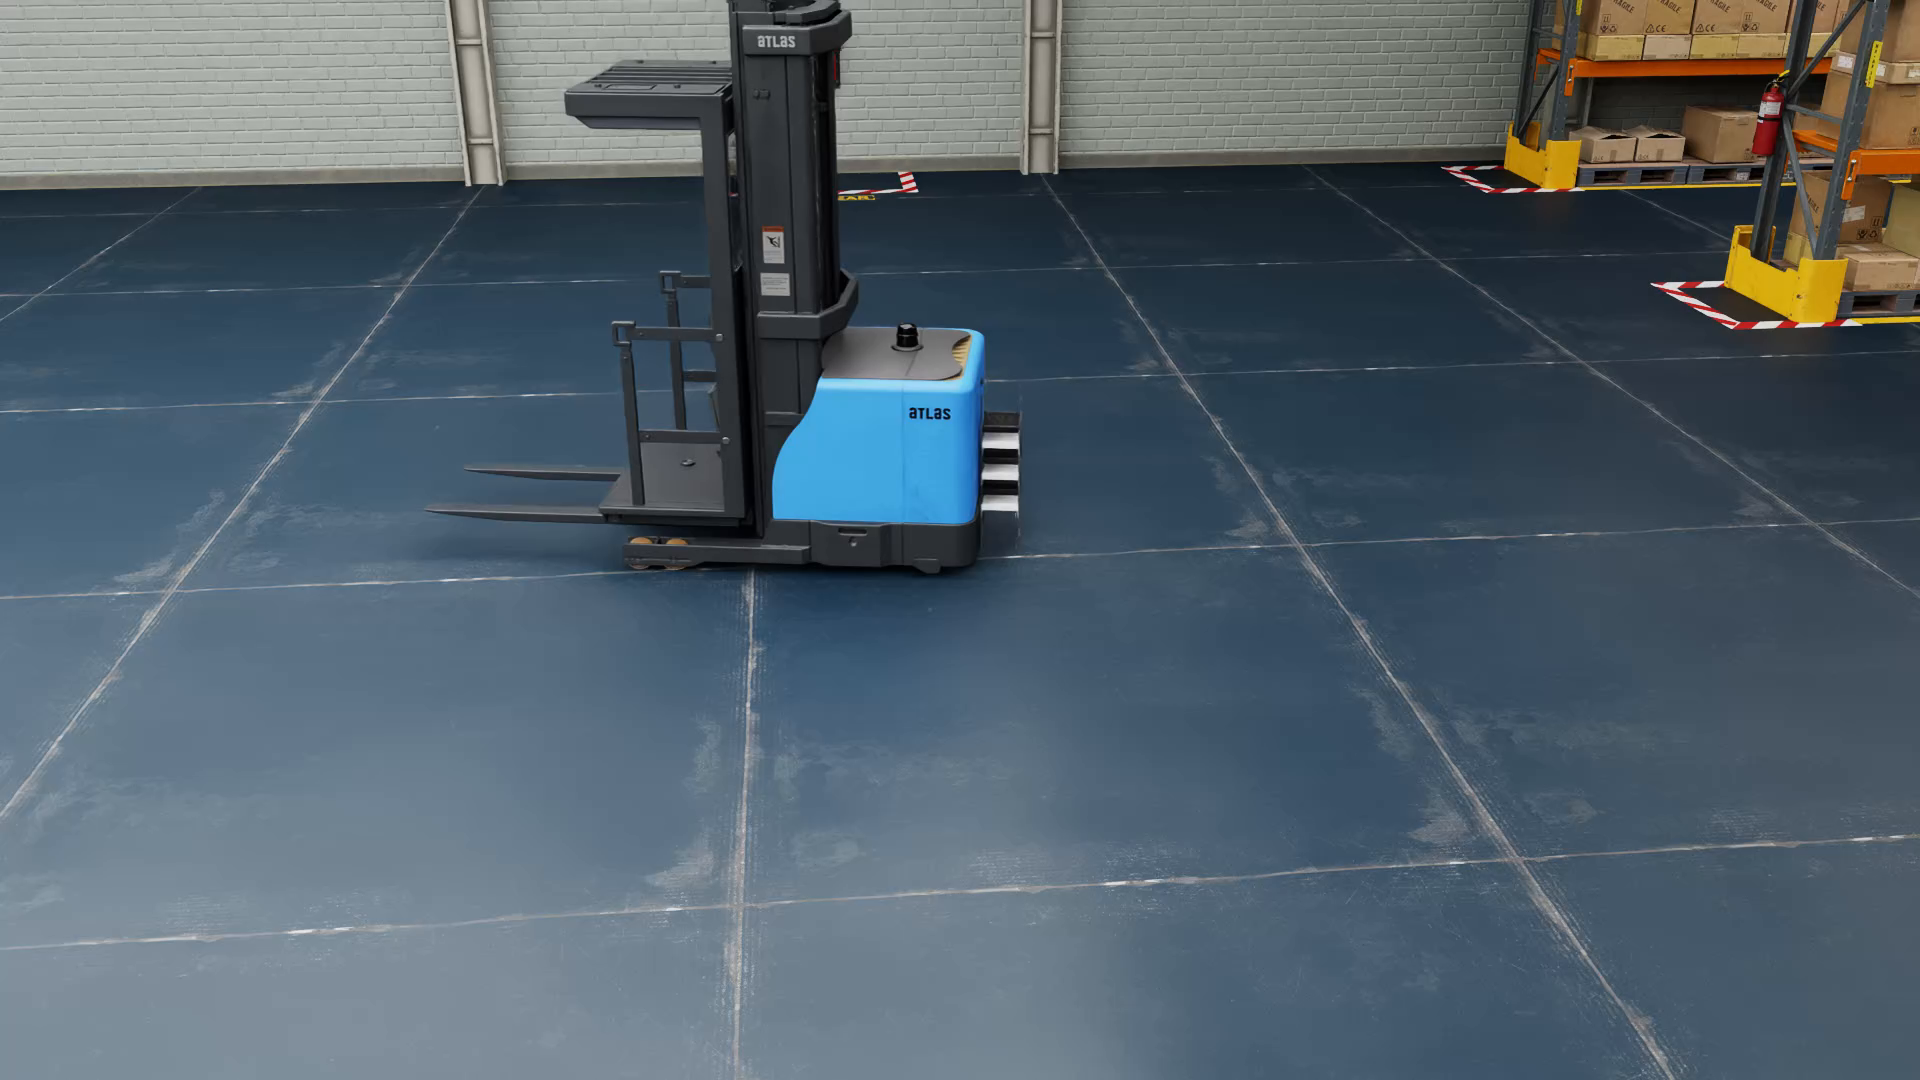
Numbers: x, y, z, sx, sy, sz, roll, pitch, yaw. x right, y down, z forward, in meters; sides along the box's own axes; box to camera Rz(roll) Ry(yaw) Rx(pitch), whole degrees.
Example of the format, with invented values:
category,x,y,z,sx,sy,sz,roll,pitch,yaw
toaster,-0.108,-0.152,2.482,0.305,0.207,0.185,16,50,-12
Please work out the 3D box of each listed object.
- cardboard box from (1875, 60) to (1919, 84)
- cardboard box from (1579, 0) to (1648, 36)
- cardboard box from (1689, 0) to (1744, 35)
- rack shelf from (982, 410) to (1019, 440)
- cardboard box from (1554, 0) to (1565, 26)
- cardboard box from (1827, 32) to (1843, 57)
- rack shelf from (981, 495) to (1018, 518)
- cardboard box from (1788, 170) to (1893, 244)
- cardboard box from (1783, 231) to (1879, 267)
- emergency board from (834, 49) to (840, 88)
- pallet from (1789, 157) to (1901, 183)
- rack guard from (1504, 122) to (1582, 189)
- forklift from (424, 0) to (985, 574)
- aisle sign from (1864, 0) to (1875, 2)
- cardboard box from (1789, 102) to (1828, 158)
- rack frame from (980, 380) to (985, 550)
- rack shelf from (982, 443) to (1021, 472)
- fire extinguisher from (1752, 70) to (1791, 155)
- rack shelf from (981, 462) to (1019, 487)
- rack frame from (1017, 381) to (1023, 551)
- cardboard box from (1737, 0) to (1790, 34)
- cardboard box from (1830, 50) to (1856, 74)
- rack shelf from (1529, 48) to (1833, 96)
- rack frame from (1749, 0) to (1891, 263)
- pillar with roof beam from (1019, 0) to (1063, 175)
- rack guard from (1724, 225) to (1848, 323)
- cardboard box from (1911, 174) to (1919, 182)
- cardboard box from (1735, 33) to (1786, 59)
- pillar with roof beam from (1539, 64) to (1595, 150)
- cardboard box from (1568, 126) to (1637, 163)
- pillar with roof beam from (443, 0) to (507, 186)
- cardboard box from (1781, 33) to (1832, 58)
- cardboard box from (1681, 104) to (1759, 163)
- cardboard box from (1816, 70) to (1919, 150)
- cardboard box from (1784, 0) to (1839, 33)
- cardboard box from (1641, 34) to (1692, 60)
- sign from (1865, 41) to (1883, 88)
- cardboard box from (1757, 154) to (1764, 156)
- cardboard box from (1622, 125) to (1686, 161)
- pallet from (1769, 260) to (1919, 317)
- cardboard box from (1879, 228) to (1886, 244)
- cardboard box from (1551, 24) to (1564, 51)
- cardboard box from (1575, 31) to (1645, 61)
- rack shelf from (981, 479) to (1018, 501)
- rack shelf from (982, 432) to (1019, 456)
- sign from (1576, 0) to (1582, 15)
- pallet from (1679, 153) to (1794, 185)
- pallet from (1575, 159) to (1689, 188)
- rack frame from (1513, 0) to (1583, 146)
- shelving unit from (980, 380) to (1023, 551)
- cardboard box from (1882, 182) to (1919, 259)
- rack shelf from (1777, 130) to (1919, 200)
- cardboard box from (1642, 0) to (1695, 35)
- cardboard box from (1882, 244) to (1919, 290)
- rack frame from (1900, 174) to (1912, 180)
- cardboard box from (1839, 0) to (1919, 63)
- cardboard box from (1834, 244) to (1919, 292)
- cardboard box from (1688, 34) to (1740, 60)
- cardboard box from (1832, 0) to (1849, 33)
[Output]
category,x,y,z,sx,sy,sz,roll,pitch,yaw
cardboard box,7.136,-3.591,12.713,0.250,0.149,0.380,-2,24,-6
cardboard box,6.739,-5.503,17.174,0.500,0.500,0.500,-2,24,-5
cardboard box,7.746,-5.537,17.250,0.500,0.500,0.500,-3,24,-7
rack shelf,0.225,-0.620,8.953,0.200,0.077,0.258,2,24,4
cardboard box,6.682,-5.710,17.640,0.500,0.500,0.500,-3,24,-6
cardboard box,9.277,-5.264,17.561,0.500,0.250,0.500,-2,24,-5
rack shelf,0.225,-0.208,9.136,0.200,0.077,0.258,2,24,4
cardboard box,7.229,-2.740,13.666,0.500,0.500,0.500,-2,24,-5
cardboard box,7.229,-2.396,13.816,0.500,0.250,0.500,-2,24,-5
emergency board,-1.588,-5.377,17.654,0.643,1.169,0.194,-2,24,-5
pallet,9.550,-4.166,18.364,1.213,0.211,1.003,-2,24,-5
rack guard,6.310,-4.183,18.045,0.348,0.500,1.175,-2,24,-5
forklift,-1.392,-1.388,8.764,3.031,2.935,1.130,2,24,4
aisle sign,6.690,-4.381,12.214,0.004,0.787,0.394,-2,24,-5
cardboard box,9.186,-4.483,18.179,0.500,0.500,0.500,-4,24,-9
rack frame,0.124,-0.406,9.057,0.006,0.900,0.240,2,24,4
rack shelf,0.225,-0.455,9.026,0.200,0.077,0.258,2,24,4
fire extinguisher,6.562,-3.468,13.454,0.183,0.674,0.296,-2,24,-5
rack shelf,0.225,-0.373,9.063,0.200,0.077,0.258,2,24,4
rack frame,0.327,-0.400,9.042,0.006,0.900,0.240,2,24,4
cardboard box,8.259,-5.562,17.307,0.500,0.500,0.500,-2,24,-3
cardboard box,7.086,-3.754,13.082,0.250,0.149,0.380,-3,24,-6
rack shelf,8.225,-5.073,17.856,4.000,0.370,1.077,-2,24,-5
rack frame,6.725,-3.320,13.026,0.127,3.000,1.000,-2,24,-5
pillar with roof beam,1.298,-6.461,12.708,0.400,9.000,9.100,-2,24,-5
rack guard,6.701,-2.177,13.532,0.348,0.500,1.175,-2,24,-5
cardboard box,8.223,-2.786,13.769,0.500,0.500,0.500,-2,24,-5
cardboard box,8.277,-5.217,17.455,0.500,0.250,0.500,-2,24,-5
pillar with roof beam,7.269,-6.701,13.247,0.400,9.000,9.100,-2,24,-5
cardboard box,6.932,-4.286,17.968,0.500,0.311,0.500,-5,24,-11
pillar with roof beam,-4.673,-6.222,12.169,0.400,9.000,9.100,-2,24,-5
cardboard box,8.778,-5.238,17.502,0.500,0.250,0.500,-2,24,-5
cardboard box,8.234,-4.404,18.001,0.500,0.500,0.700,-4,24,-8
cardboard box,7.191,-3.379,13.036,0.500,0.500,0.700,-2,24,-5
cardboard box,8.776,-5.583,17.355,0.500,0.500,0.500,-3,24,-7
cardboard box,7.266,-5.180,17.372,0.500,0.250,0.500,-3,24,-7
sign,6.773,-3.527,12.329,0.005,0.325,0.100,-2,24,-5
cardboard box,8.621,-4.324,18.254,0.250,0.149,0.380,-4,24,-9
cardboard box,7.499,-4.308,18.019,0.500,0.311,0.500,0,24,-1
pallet,7.482,-2.093,13.699,1.213,0.211,1.003,-2,24,-5
cardboard box,7.726,-2.421,13.872,0.500,0.250,0.500,-2,24,-5
cardboard box,6.680,-5.360,17.775,0.500,0.250,0.500,-2,24,-4
cardboard box,6.751,-5.154,17.312,0.500,0.250,0.500,-3,24,-7
rack shelf,0.225,-0.291,9.099,0.200,0.077,0.258,2,24,4
rack shelf,0.225,-0.537,8.990,0.200,0.077,0.258,2,24,4
sign,6.288,-5.498,16.861,0.005,0.325,0.100,-2,24,-5
pallet,8.333,-4.116,18.251,1.213,0.211,1.003,-2,24,-5
pallet,7.122,-4.069,18.145,1.213,0.211,1.003,-2,24,-5
rack frame,6.234,-5.322,17.531,0.127,3.000,1.000,-2,24,-5
shelving unit,0.225,-0.403,9.049,0.210,0.900,0.258,2,24,4
cardboard box,7.778,-2.550,13.239,0.500,0.500,0.500,-2,24,-5
rack shelf,8.715,-3.071,13.352,4.000,0.370,1.077,-2,24,-5
cardboard box,7.232,-5.519,17.210,0.500,0.500,0.500,-2,24,-5
cardboard box,7.778,-2.208,13.393,0.500,0.250,0.500,-2,24,-5
rack frame,10.215,-5.482,17.890,0.127,3.000,1.000,-2,24,-5
cardboard box,7.243,-3.974,12.777,0.500,0.500,0.700,-2,24,-5
cardboard box,7.280,-2.187,13.345,0.500,0.250,0.500,-2,24,-5
cardboard box,7.774,-5.198,17.412,0.500,0.250,0.500,-3,24,-6
cardboard box,9.279,-5.599,17.390,0.500,0.500,0.500,-2,24,-5
